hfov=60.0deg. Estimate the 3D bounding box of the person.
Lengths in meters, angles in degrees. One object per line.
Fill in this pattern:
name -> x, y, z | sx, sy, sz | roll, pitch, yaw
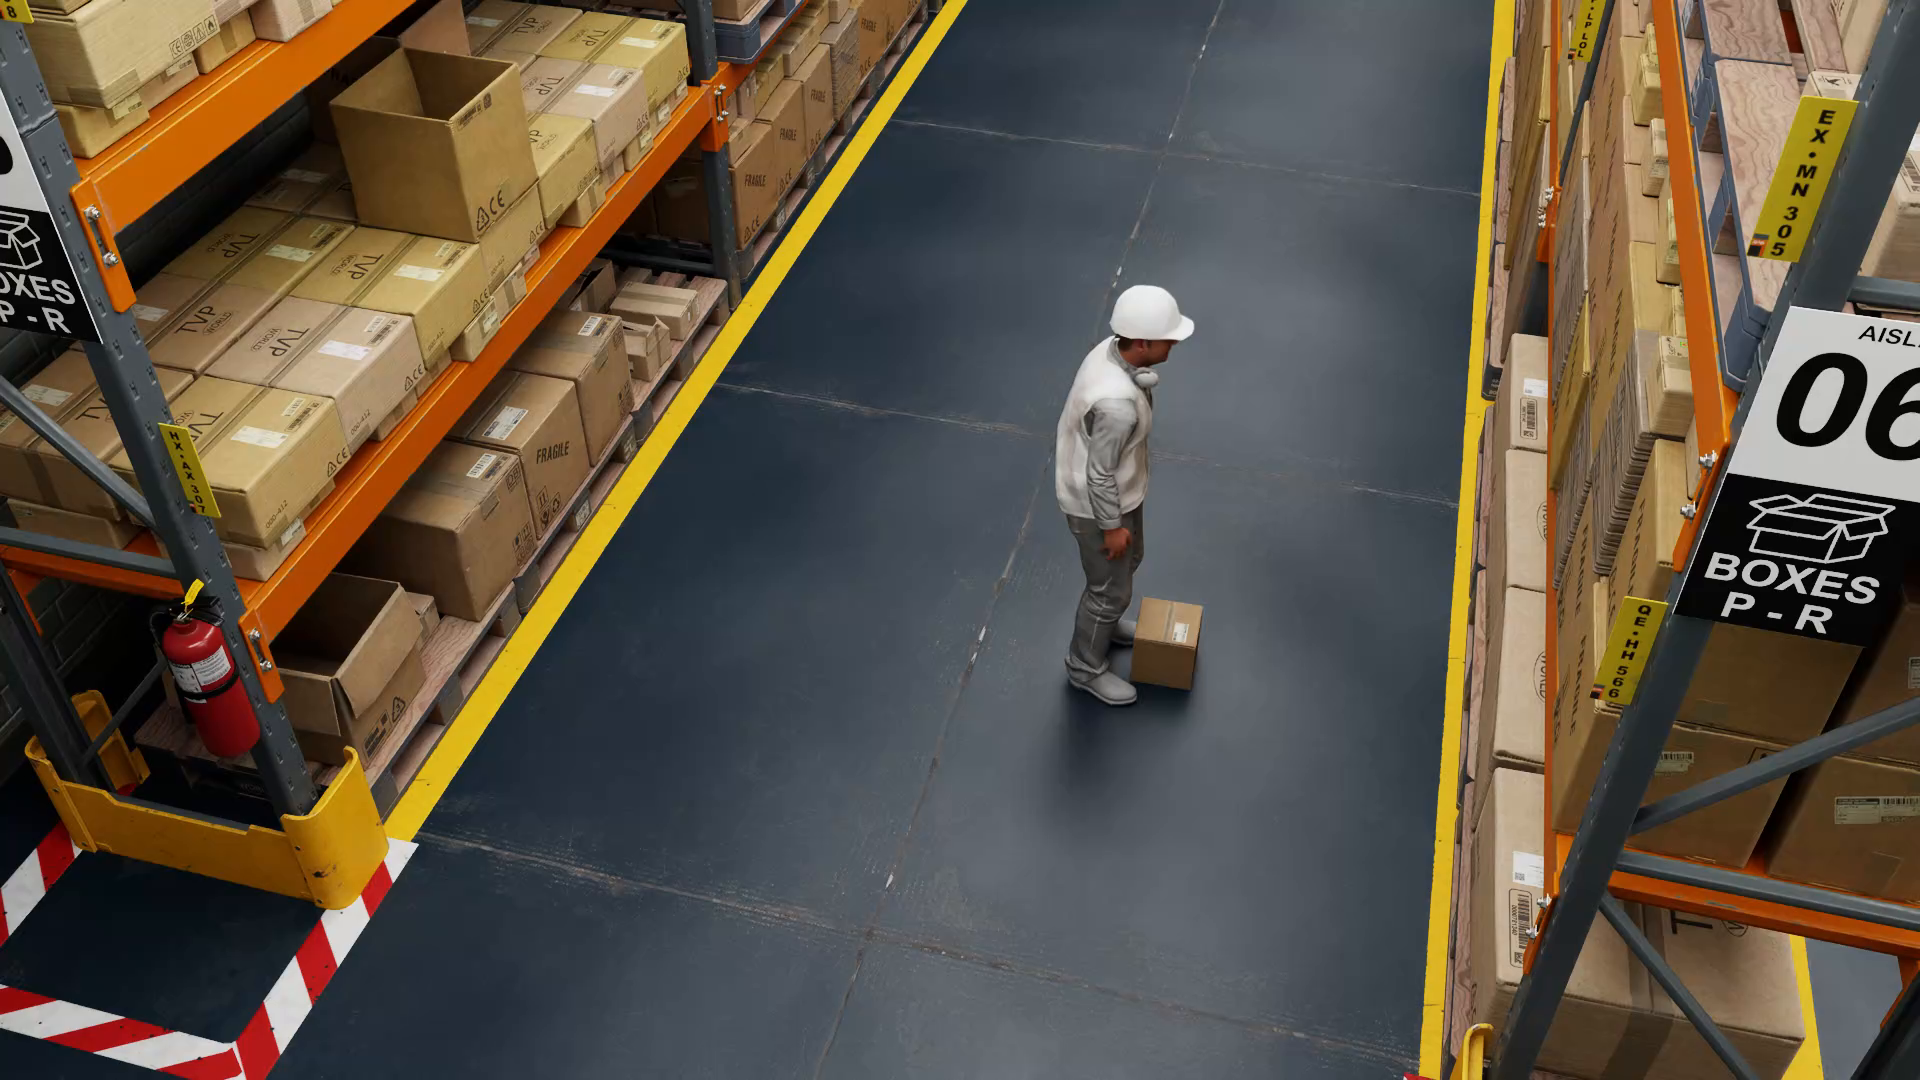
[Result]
person -> 0.594, -0.196, 6.365 | 0.462, 1.771, 0.594 | 8, 41, 9
